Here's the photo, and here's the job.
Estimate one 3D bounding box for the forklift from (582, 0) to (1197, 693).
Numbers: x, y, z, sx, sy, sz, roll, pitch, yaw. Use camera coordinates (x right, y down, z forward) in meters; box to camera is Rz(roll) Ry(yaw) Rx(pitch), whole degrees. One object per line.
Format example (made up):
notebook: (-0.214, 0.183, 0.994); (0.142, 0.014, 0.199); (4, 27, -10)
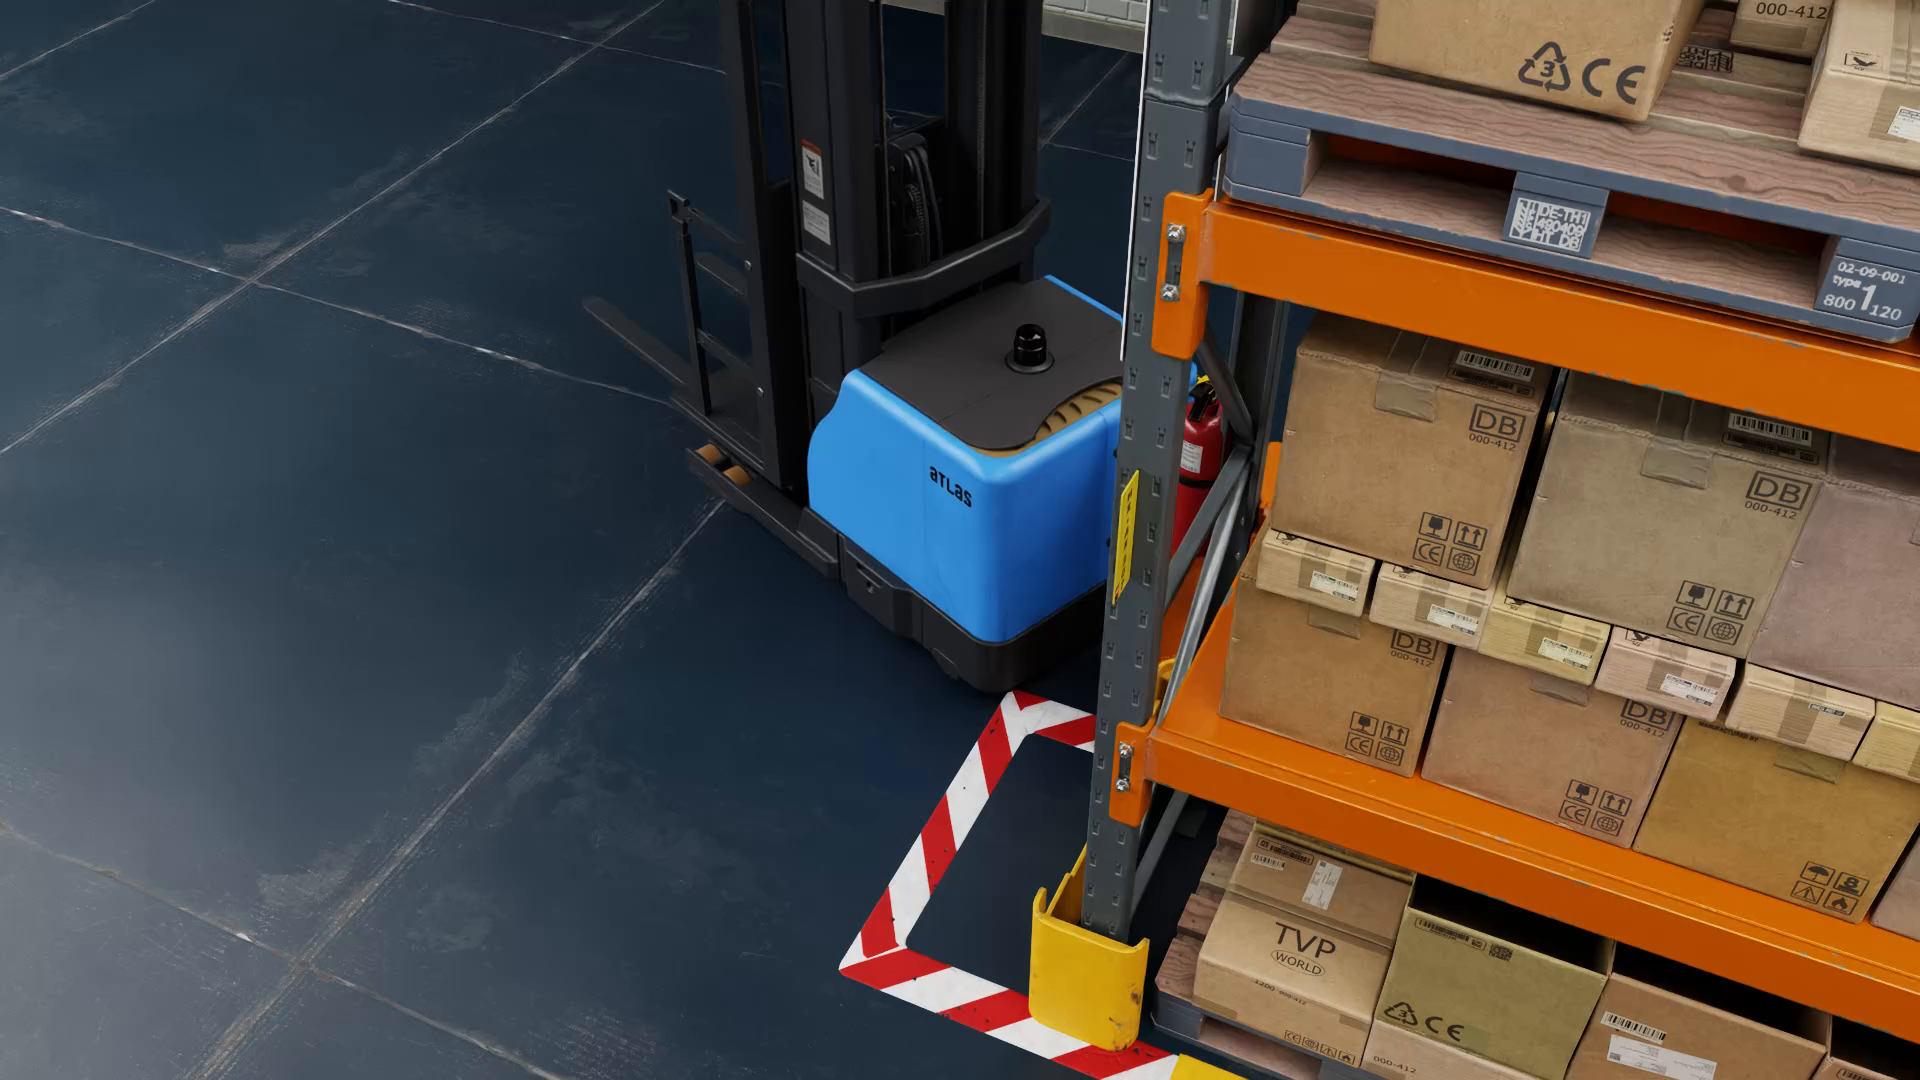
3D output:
forklift: (-0.497, -1.443, 6.177); (1.130, 2.935, 3.031); (-30, 49, -30)

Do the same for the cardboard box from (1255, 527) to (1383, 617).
cardboard box: (0.877, -0.021, 3.912); (0.250, 0.149, 0.380); (17, 44, 18)

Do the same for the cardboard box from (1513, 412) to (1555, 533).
cardboard box: (1.509, -0.122, 4.029); (0.250, 0.149, 0.380); (16, 44, 18)

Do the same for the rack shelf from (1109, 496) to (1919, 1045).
rack shelf: (2.425, 0.851, 4.027); (4.000, 0.370, 1.077); (17, 44, 19)

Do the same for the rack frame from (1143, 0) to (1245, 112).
rack frame: (0.613, -2.241, 2.465); (0.127, 3.000, 1.000); (17, 44, 19)

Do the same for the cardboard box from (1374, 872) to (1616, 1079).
cardboard box: (1.458, 1.041, 4.465); (0.500, 0.500, 0.500); (17, 44, 19)

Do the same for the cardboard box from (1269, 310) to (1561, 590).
cardboard box: (1.078, -0.351, 3.798); (0.500, 0.500, 0.700); (17, 44, 19)

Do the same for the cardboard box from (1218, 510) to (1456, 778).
cardboard box: (1.030, 0.125, 4.239); (0.500, 0.500, 0.700); (17, 44, 19)

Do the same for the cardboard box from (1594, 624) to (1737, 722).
cardboard box: (1.571, 0.192, 3.667); (0.250, 0.149, 0.380); (16, 44, 18)

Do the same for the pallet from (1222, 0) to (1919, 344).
pallet: (1.242, -0.863, 3.233); (1.213, 0.211, 1.003); (17, 44, 19)

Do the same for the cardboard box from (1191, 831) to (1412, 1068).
cardboard box: (1.005, 1.187, 4.870); (0.500, 0.250, 0.500); (17, 44, 19)

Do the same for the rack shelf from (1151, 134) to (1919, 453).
rack shelf: (2.425, -0.282, 3.044); (4.000, 0.370, 1.077); (17, 44, 19)

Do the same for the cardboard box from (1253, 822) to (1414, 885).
cardboard box: (1.223, 0.879, 5.224); (0.500, 0.250, 0.500); (17, 44, 19)

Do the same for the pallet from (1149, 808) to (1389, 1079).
pallet: (1.323, 1.266, 5.128); (1.213, 0.211, 1.003); (17, 44, 19)

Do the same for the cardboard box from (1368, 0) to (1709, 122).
cardboard box: (1.132, -1.197, 3.044); (0.637, 0.503, 0.797); (20, 45, 22)

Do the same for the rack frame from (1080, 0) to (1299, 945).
rack frame: (0.613, 0.026, 4.430); (0.127, 3.000, 1.000); (17, 44, 19)

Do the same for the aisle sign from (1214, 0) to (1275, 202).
aisle sign: (0.677, -1.149, 3.801); (0.004, 0.787, 0.394); (17, 44, 19)

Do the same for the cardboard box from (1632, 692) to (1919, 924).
cardboard box: (1.956, 0.408, 3.912); (0.500, 0.500, 0.700); (17, 44, 19)

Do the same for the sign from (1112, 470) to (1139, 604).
sign: (0.372, -0.004, 3.743); (0.005, 0.325, 0.100); (17, 44, 19)

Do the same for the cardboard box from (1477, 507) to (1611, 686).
cardboard box: (1.343, 0.121, 3.749); (0.250, 0.149, 0.380); (17, 44, 19)

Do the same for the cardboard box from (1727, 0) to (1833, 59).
cardboard box: (1.768, -1.100, 3.126); (0.500, 0.250, 0.500); (17, 44, 19)

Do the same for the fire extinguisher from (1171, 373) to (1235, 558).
fire extinguisher: (0.702, -0.254, 4.811); (0.183, 0.674, 0.296); (17, 44, 19)

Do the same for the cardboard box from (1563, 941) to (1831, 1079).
cardboard box: (1.917, 1.171, 4.315); (0.500, 0.500, 0.500); (17, 44, 19)

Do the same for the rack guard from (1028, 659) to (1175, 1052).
rack guard: (0.591, 0.964, 5.257); (0.348, 0.500, 1.175); (17, 44, 19)

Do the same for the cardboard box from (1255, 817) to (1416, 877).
cardboard box: (1.224, 0.595, 4.980); (0.500, 0.500, 0.500); (17, 44, 19)

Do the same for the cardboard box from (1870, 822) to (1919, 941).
cardboard box: (2.434, 0.552, 3.747); (0.500, 0.500, 0.700); (18, 44, 20)

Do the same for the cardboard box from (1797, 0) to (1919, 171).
cardboard box: (1.604, -0.794, 2.850); (0.250, 0.149, 0.380); (17, 44, 19)

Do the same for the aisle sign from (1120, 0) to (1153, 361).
aisle sign: (0.424, -0.793, 3.390); (0.004, 0.787, 0.394); (17, 44, 19)

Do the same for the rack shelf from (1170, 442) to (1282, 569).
rack shelf: (1.118, -0.080, 5.537); (1.000, 0.278, 0.538); (-1, 41, -2)

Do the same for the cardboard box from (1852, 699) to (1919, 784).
cardboard box: (2.045, 0.335, 3.502); (0.250, 0.149, 0.380); (16, 44, 18)

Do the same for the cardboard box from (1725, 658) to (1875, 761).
cardboard box: (1.813, 0.264, 3.583); (0.250, 0.149, 0.380); (16, 43, 17)

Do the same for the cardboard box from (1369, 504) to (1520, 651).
cardboard box: (1.118, 0.051, 3.830); (0.250, 0.149, 0.380); (16, 43, 18)

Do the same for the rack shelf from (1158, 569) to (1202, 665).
rack shelf: (1.118, 0.326, 5.889); (1.000, 0.278, 0.538); (-1, 41, -2)

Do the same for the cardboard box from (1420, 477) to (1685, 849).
cardboard box: (1.508, 0.267, 4.075); (0.500, 0.500, 0.700); (18, 44, 20)

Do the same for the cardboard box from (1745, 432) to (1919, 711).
cardboard box: (2.014, -0.069, 3.473); (0.500, 0.500, 0.700); (17, 44, 19)

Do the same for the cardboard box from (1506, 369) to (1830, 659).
cardboard box: (1.557, -0.208, 3.633); (0.500, 0.500, 0.700); (16, 43, 18)

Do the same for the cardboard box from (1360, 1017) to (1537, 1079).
cardboard box: (1.459, 1.323, 4.712); (0.500, 0.250, 0.500); (17, 44, 19)

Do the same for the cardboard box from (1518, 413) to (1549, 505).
cardboard box: (1.277, -0.193, 4.111); (0.250, 0.149, 0.380); (18, 44, 20)

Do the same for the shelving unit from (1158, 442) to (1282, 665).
shelving unit: (1.118, 0.141, 5.729); (1.048, 1.125, 0.538); (-1, 41, -2)

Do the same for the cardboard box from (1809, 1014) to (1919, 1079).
cardboard box: (2.363, 1.320, 4.143); (0.500, 0.500, 0.500); (17, 44, 19)
